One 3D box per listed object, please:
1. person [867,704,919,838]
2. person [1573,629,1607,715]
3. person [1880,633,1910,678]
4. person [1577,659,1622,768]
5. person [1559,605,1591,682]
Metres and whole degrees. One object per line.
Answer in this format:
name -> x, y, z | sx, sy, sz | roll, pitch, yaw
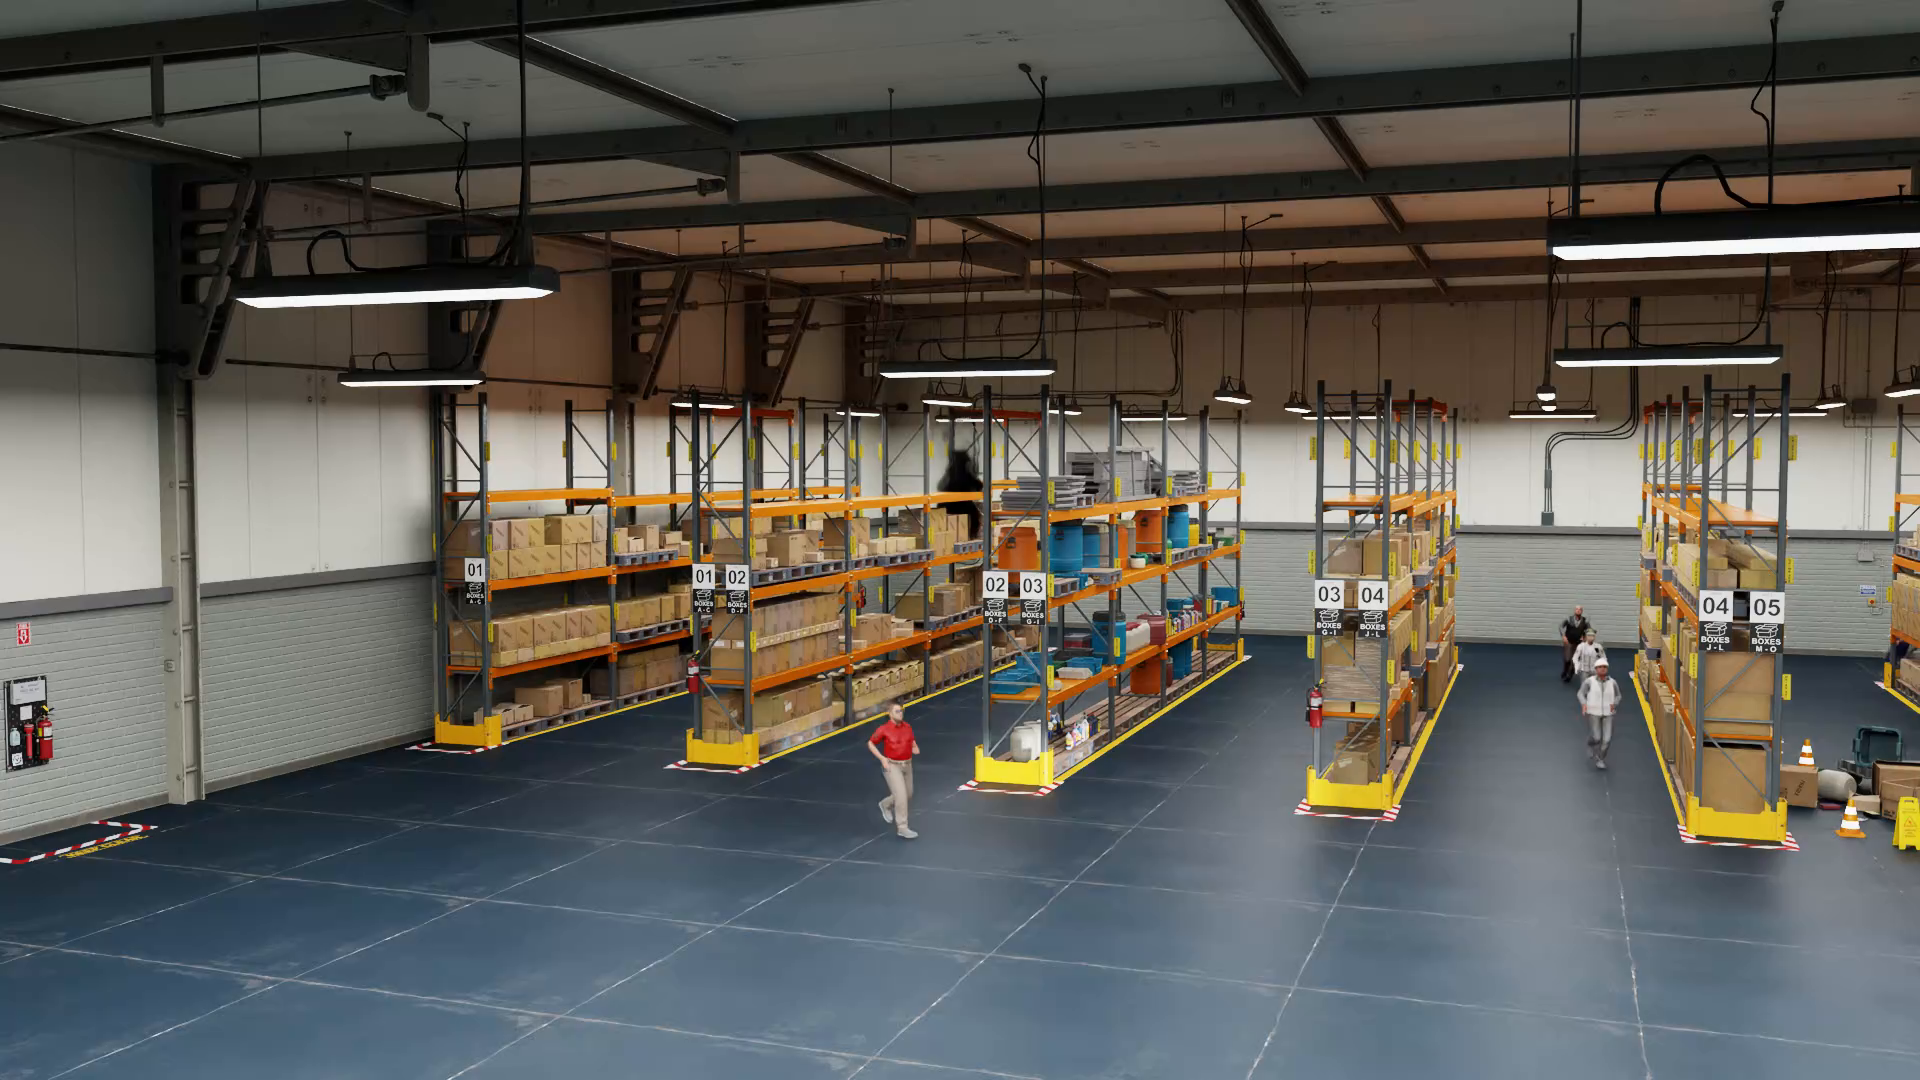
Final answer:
person -> -0.831, 2.990, 21.751 | 0.676, 1.692, 0.873 | -3, 4, -42
person -> 12.033, 2.497, 31.782 | 0.607, 1.648, 0.591 | 1, 3, 17
person -> 20.550, 2.265, 36.414 | 0.665, 1.587, 0.830 | -3, 4, -41
person -> 10.138, 2.742, 26.315 | 0.658, 1.727, 0.578 | 1, 3, 10
person -> 13.355, 2.248, 36.075 | 0.674, 1.675, 0.561 | 1, 3, 16
